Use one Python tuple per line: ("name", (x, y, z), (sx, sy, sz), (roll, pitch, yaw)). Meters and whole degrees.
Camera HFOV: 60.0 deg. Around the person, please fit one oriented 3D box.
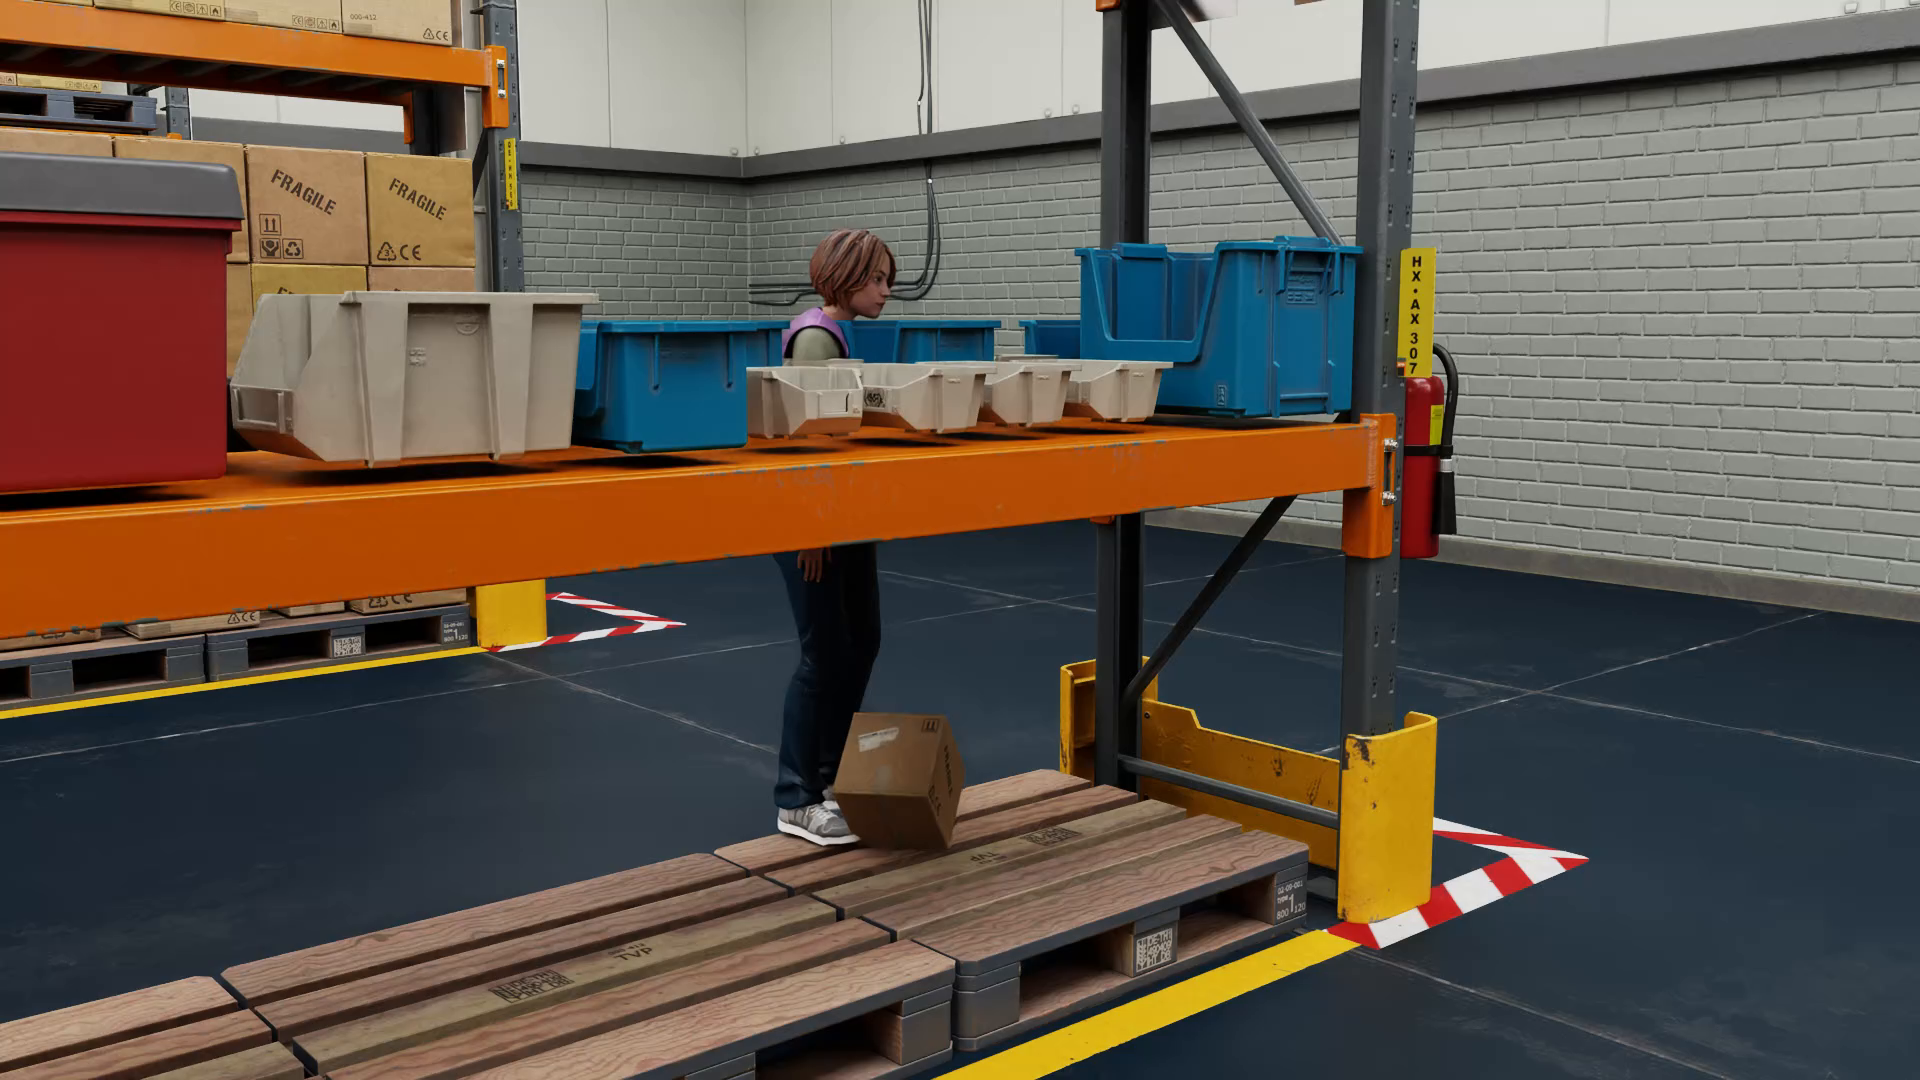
("person", (-0.346, -0.022, 4.439), (0.346, 1.590, 0.469), (3, 8, 19))
